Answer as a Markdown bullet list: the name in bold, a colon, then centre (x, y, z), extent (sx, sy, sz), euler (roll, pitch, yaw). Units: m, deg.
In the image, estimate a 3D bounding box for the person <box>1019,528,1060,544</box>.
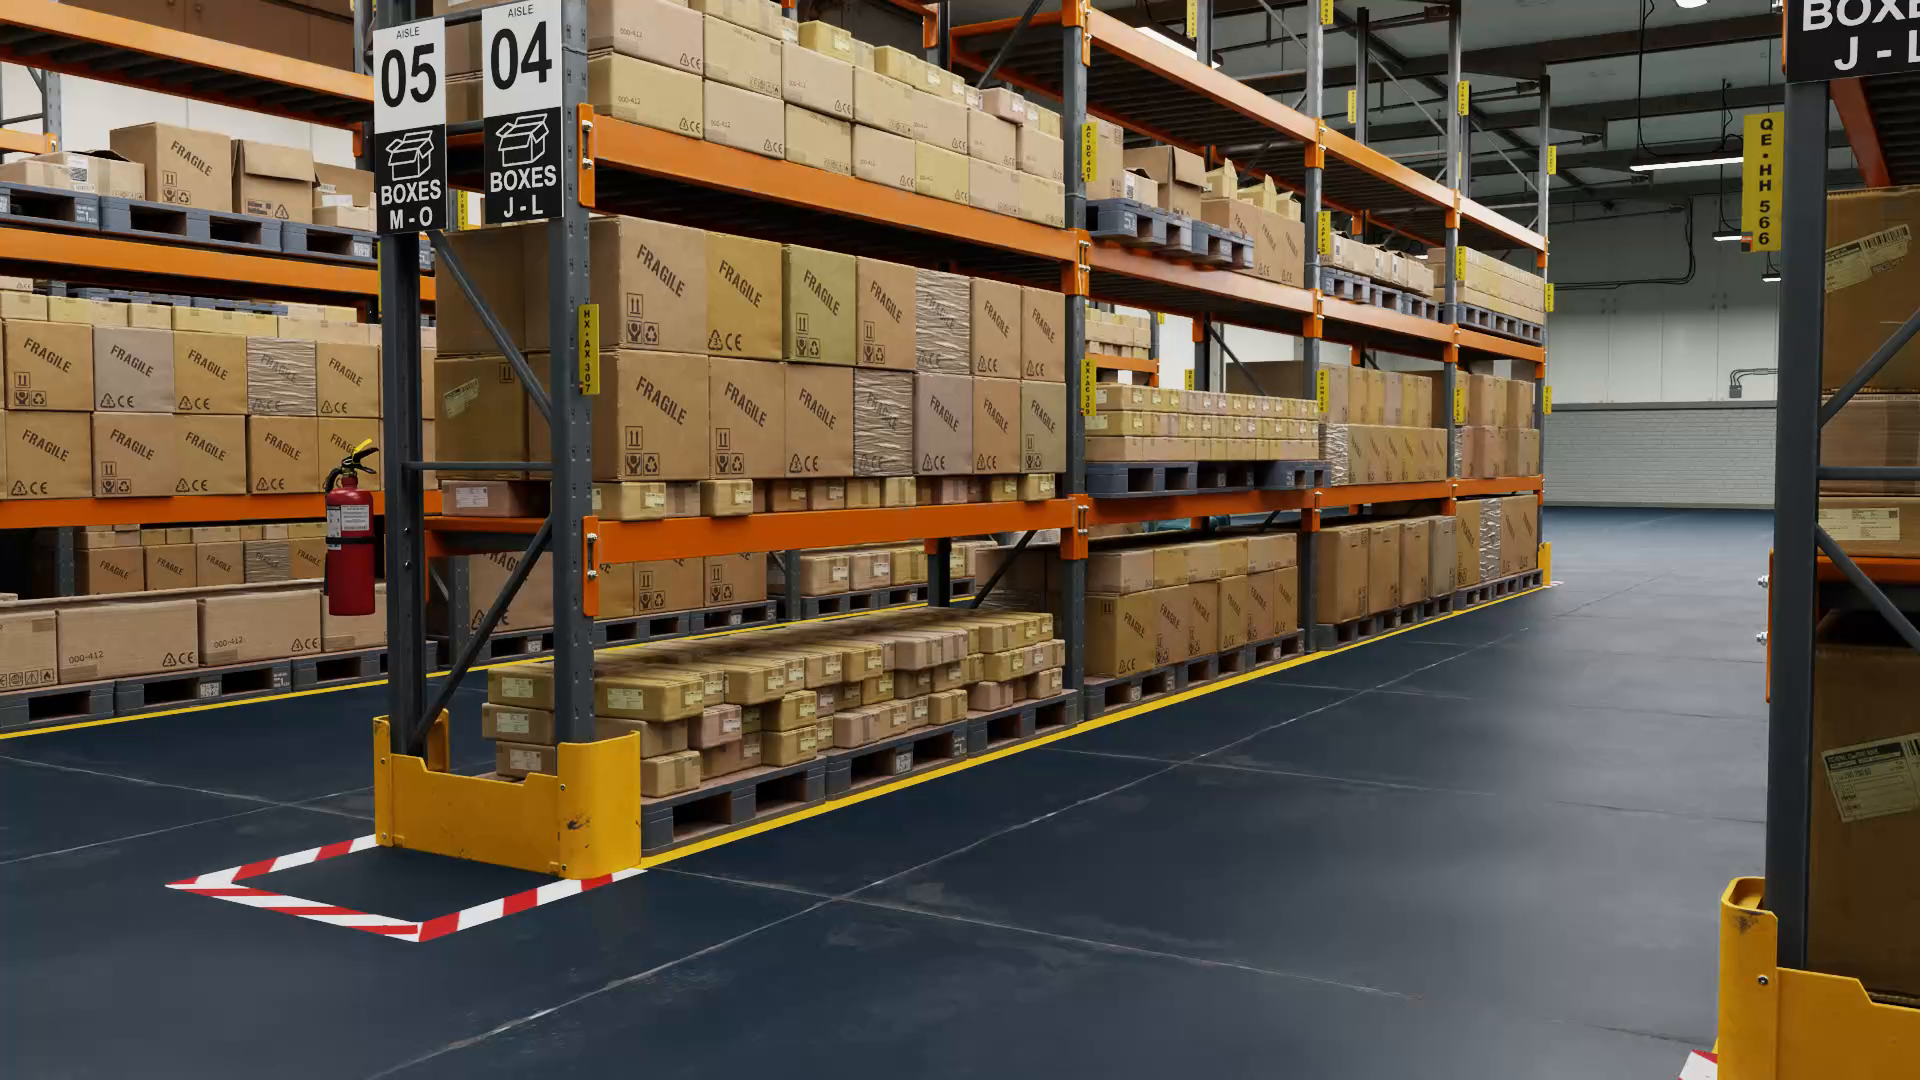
- **person**: centre (0.793, -0.035, 14.681), extent (0.520, 1.682, 0.417), euler (2, 3, 30)
